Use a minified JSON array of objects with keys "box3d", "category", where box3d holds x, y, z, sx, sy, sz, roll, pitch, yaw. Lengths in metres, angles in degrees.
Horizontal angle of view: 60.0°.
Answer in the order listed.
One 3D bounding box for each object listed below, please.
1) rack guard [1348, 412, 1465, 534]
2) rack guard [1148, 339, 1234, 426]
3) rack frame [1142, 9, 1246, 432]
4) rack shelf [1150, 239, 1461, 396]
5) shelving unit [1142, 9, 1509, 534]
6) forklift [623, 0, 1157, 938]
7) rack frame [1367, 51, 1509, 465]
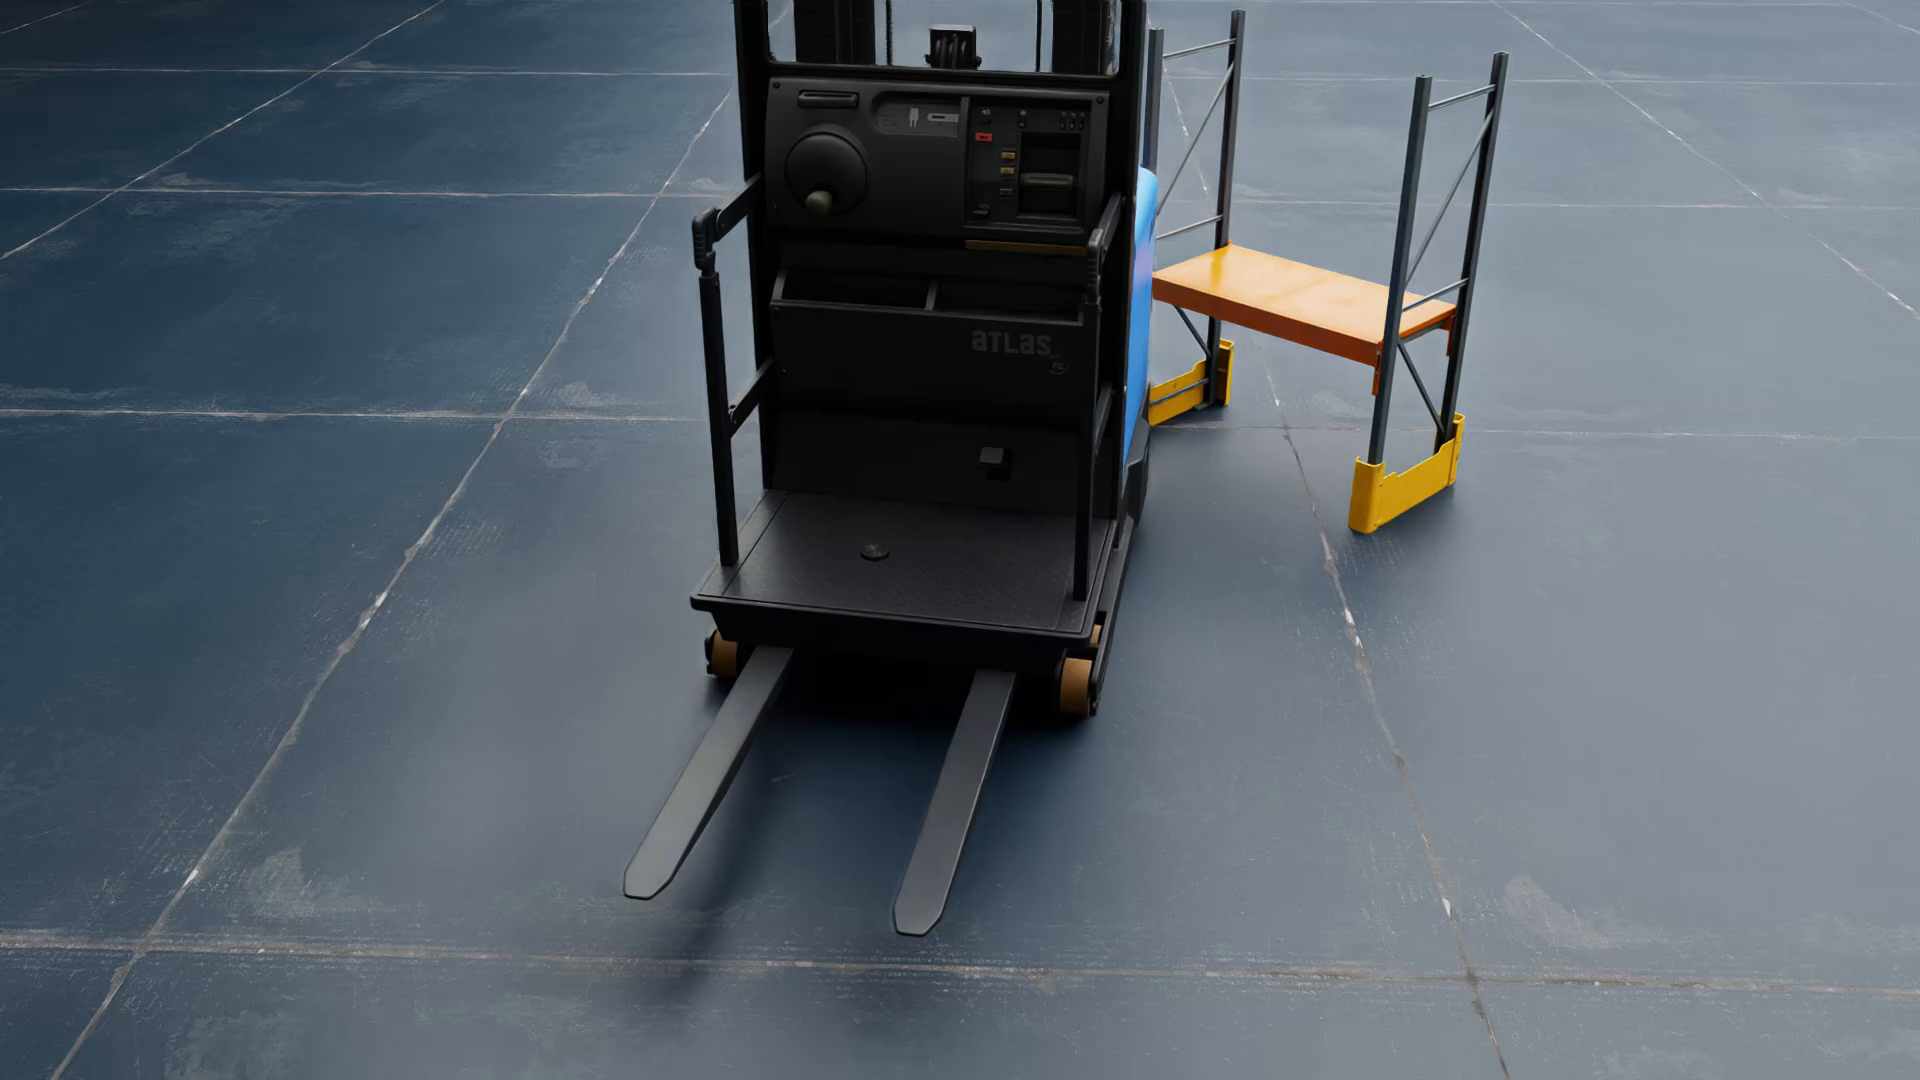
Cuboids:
[{"box3d":[1.539,-0.239,5.722,0.587,0.250,0.087,-25,37,-39],"category":"rack guard"},{"box3d":[0.835,-0.569,6.344,0.587,0.250,0.087,-25,37,-39],"category":"rack guard"},{"box3d":[0.821,-1.127,6.063,0.500,1.500,0.032,-25,37,-39],"category":"rack frame"},{"box3d":[1.180,-0.800,5.830,0.538,0.185,1.000,-25,37,-39],"category":"rack shelf"},{"box3d":[1.187,-0.956,5.740,0.587,1.500,1.083,-25,37,-39],"category":"shelving unit"},{"box3d":[-0.109,-0.992,4.280,1.130,2.935,3.031,5,28,10],"category":"forklift"},{"box3d":[1.540,-0.791,5.428,0.500,1.500,0.032,-25,37,-39],"category":"rack frame"}]
